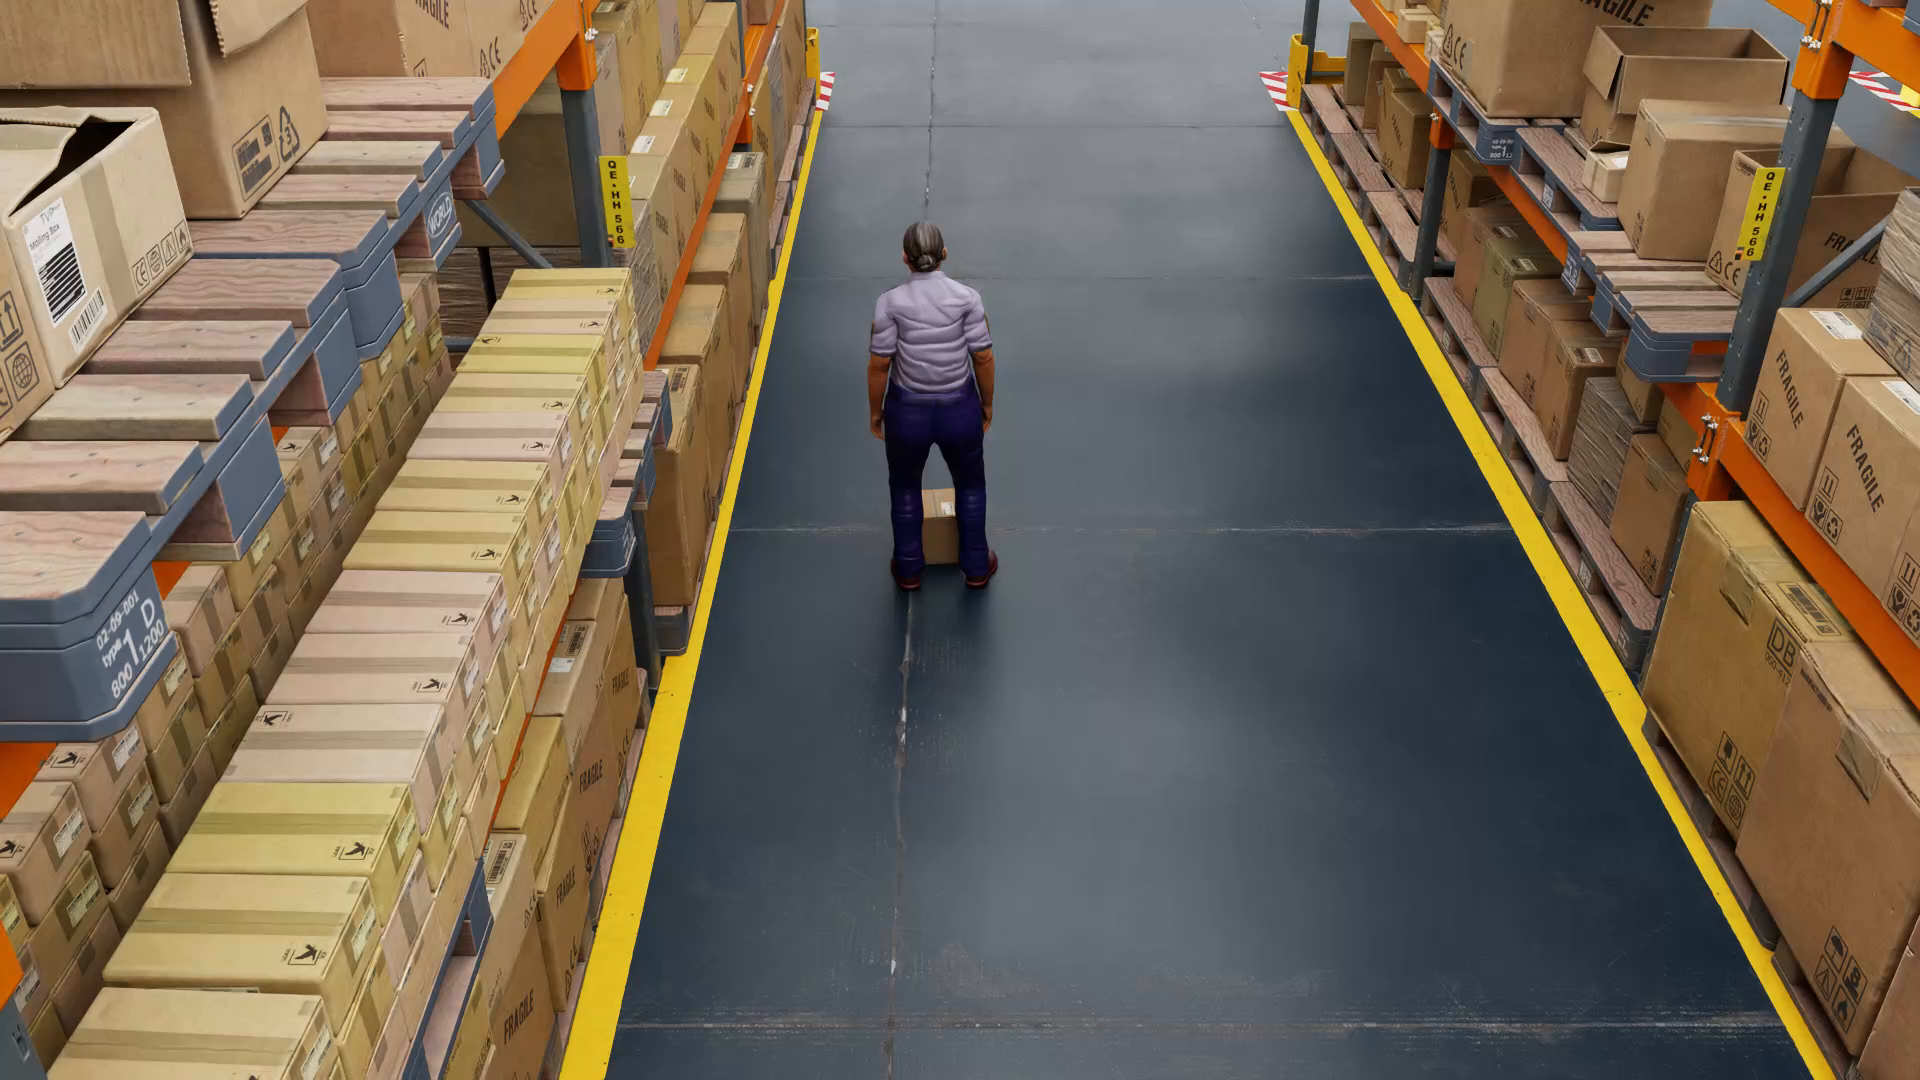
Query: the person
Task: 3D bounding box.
[{"bbox_3d":[-0.103,-0.533,7.005,0.565,1.651,0.373,-2,32,-4],"label":"person"}]
